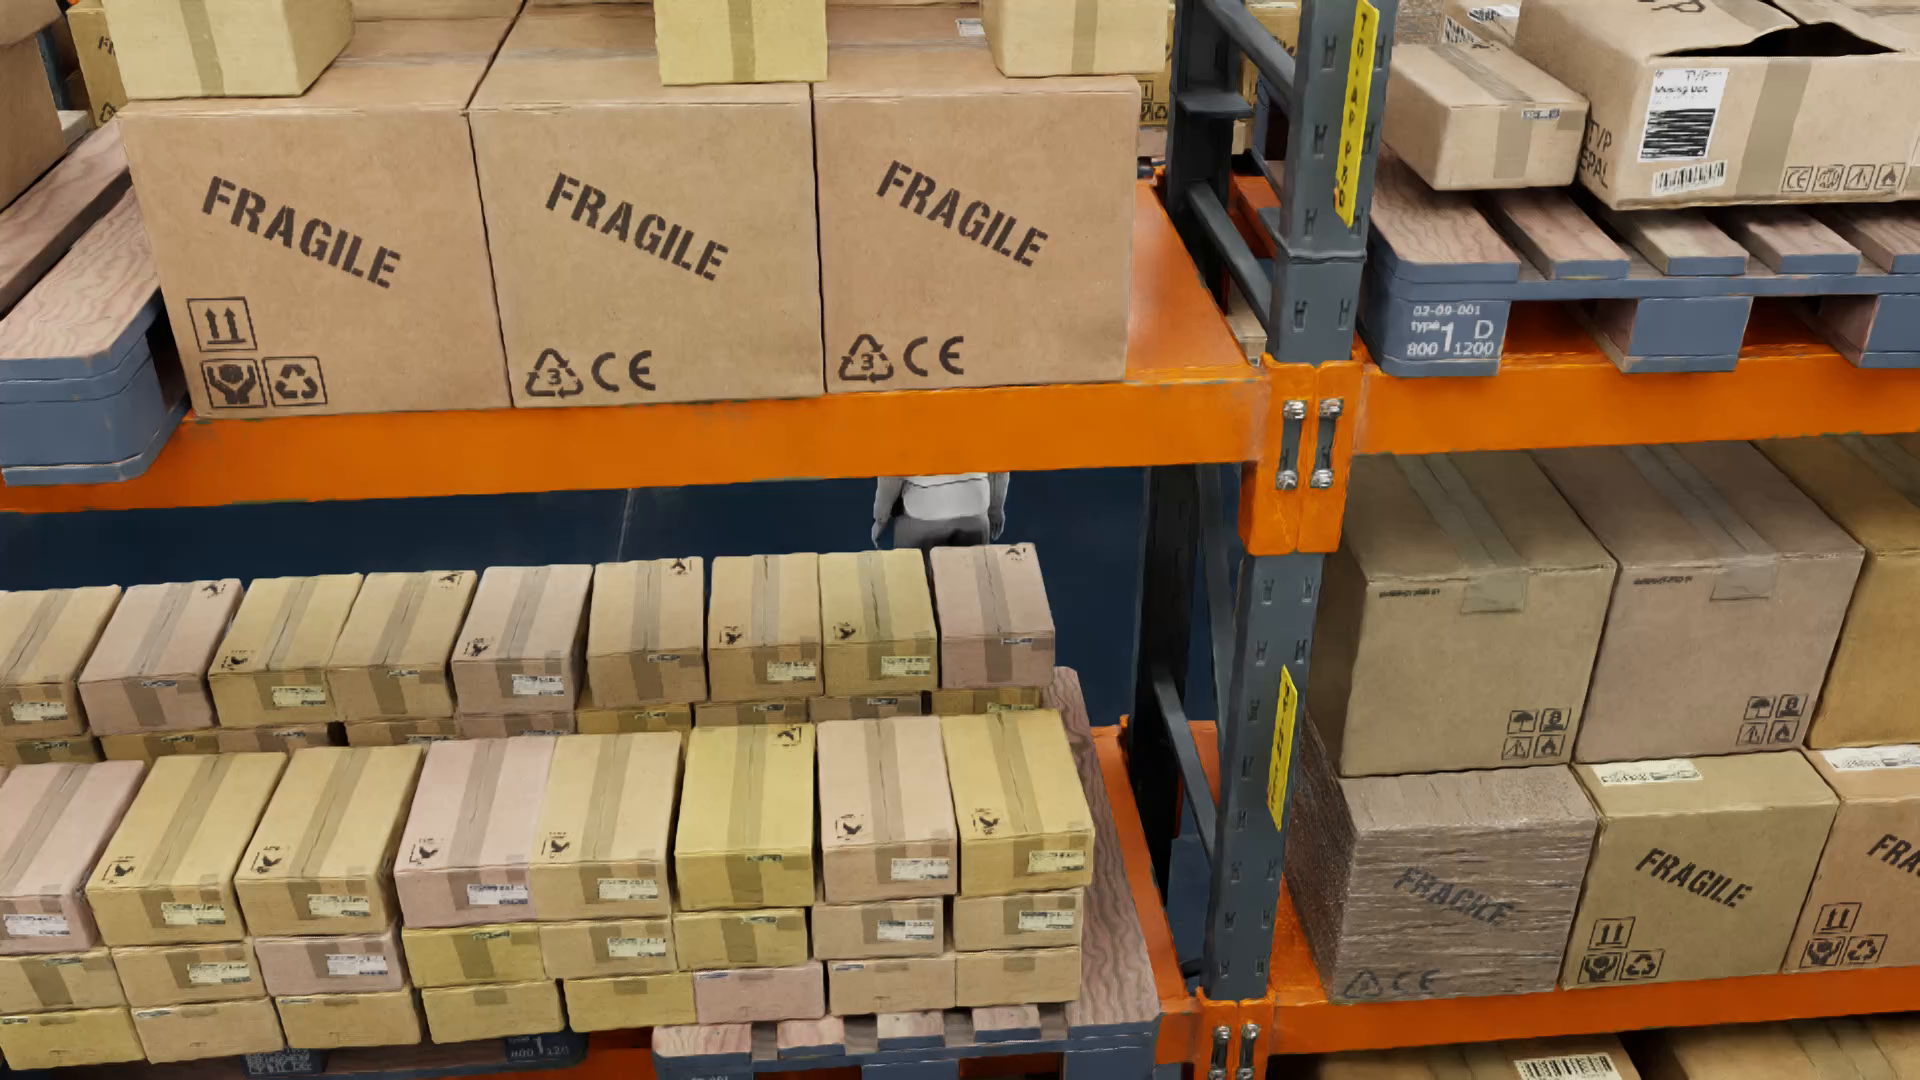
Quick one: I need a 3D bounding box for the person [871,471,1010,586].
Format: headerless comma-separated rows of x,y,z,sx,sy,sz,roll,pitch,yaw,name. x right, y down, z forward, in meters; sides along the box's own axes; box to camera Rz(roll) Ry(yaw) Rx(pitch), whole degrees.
-0.078,-0.112,6.255,0.541,1.683,0.431,-14,34,-21,person
